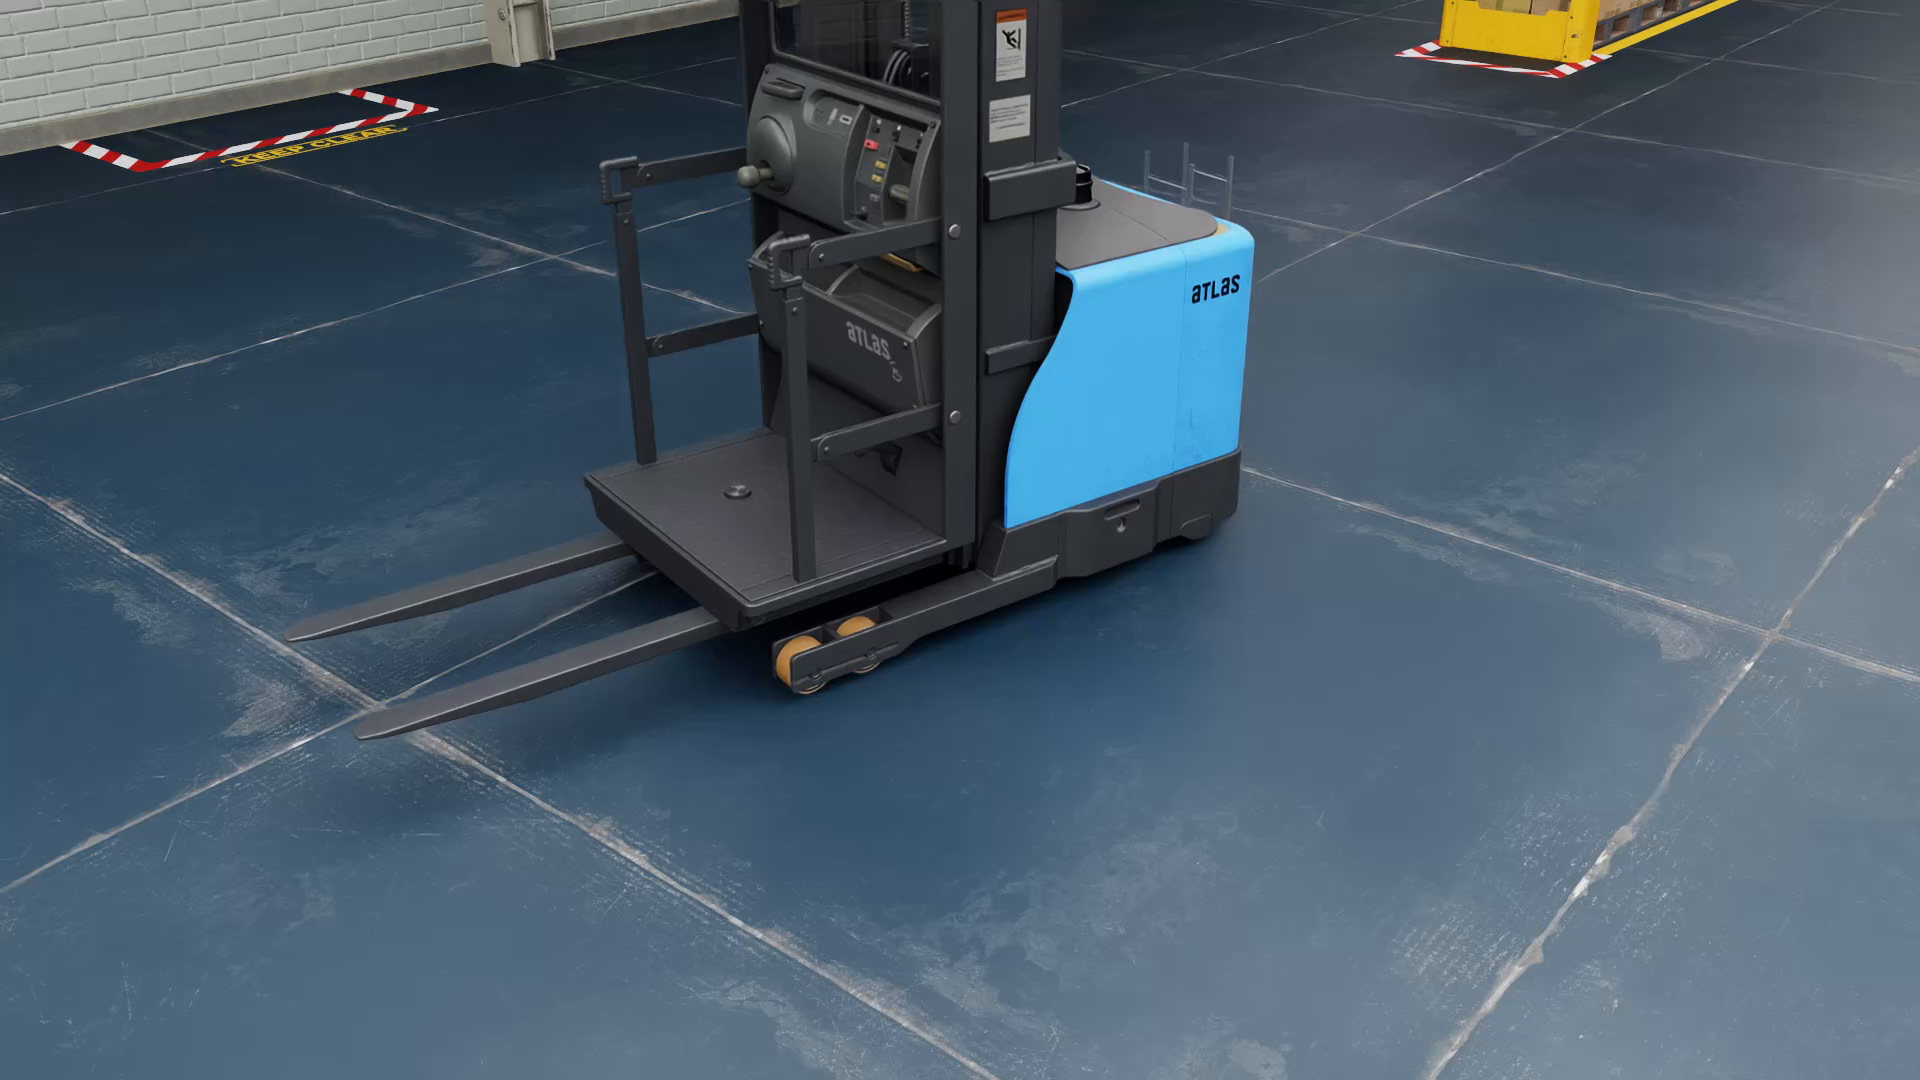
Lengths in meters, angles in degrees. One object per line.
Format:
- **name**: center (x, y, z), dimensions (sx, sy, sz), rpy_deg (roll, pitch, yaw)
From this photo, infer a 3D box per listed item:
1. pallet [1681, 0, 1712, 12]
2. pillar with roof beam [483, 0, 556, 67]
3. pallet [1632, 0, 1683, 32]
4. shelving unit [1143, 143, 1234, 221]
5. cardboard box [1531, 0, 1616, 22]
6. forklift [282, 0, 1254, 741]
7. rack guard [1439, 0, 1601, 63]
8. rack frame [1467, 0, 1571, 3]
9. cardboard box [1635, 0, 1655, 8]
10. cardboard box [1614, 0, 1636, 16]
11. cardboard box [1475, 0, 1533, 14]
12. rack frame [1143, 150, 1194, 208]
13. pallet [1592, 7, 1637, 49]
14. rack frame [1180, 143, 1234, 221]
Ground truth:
- **pallet**: center (6.457, -5.171, 15.515), dimensions (1.003, 0.211, 1.213), rpy_deg (21, 34, 34)
- **pillar with roof beam**: center (-0.091, -6.487, 8.496), dimensions (9.100, 9.000, 0.400), rpy_deg (21, 34, 34)
- **pallet**: center (5.681, -4.736, 14.676), dimensions (1.003, 0.211, 1.213), rpy_deg (21, 34, 34)
- **shelving unit**: center (0.785, -0.791, 5.973), dimensions (0.189, 1.200, 0.258), rpy_deg (-19, 33, -32)
- **cardboard box**: center (4.964, -4.351, 13.432), dimensions (0.500, 0.250, 0.500), rpy_deg (21, 34, 34)
- **forklift**: center (-0.522, -1.126, 4.737), dimensions (3.031, 2.935, 1.130), rpy_deg (-19, 33, -32)
- **rack guard**: center (4.436, -4.142, 13.213), dimensions (1.175, 0.500, 0.348), rpy_deg (21, 34, 34)
- **rack frame**: center (4.451, -5.261, 12.655), dimensions (1.000, 3.000, 0.127), rpy_deg (21, 34, 34)
- **cardboard box**: center (5.597, -4.707, 14.119), dimensions (0.500, 0.250, 0.500), rpy_deg (21, 34, 34)
- **cardboard box**: center (5.279, -4.530, 13.777), dimensions (0.500, 0.250, 0.500), rpy_deg (21, 34, 34)
- **cardboard box**: center (4.564, -4.503, 13.724), dimensions (0.500, 0.250, 0.500), rpy_deg (21, 34, 34)
- **rack frame**: center (0.711, -0.766, 5.925), dimensions (0.006, 1.200, 0.240), rpy_deg (-19, 33, -32)
- **pallet**: center (4.905, -4.306, 13.843), dimensions (1.003, 0.211, 1.213), rpy_deg (21, 34, 34)
- **rack frame**: center (0.859, -0.816, 6.021), dimensions (0.006, 1.200, 0.240), rpy_deg (-19, 33, -32)
